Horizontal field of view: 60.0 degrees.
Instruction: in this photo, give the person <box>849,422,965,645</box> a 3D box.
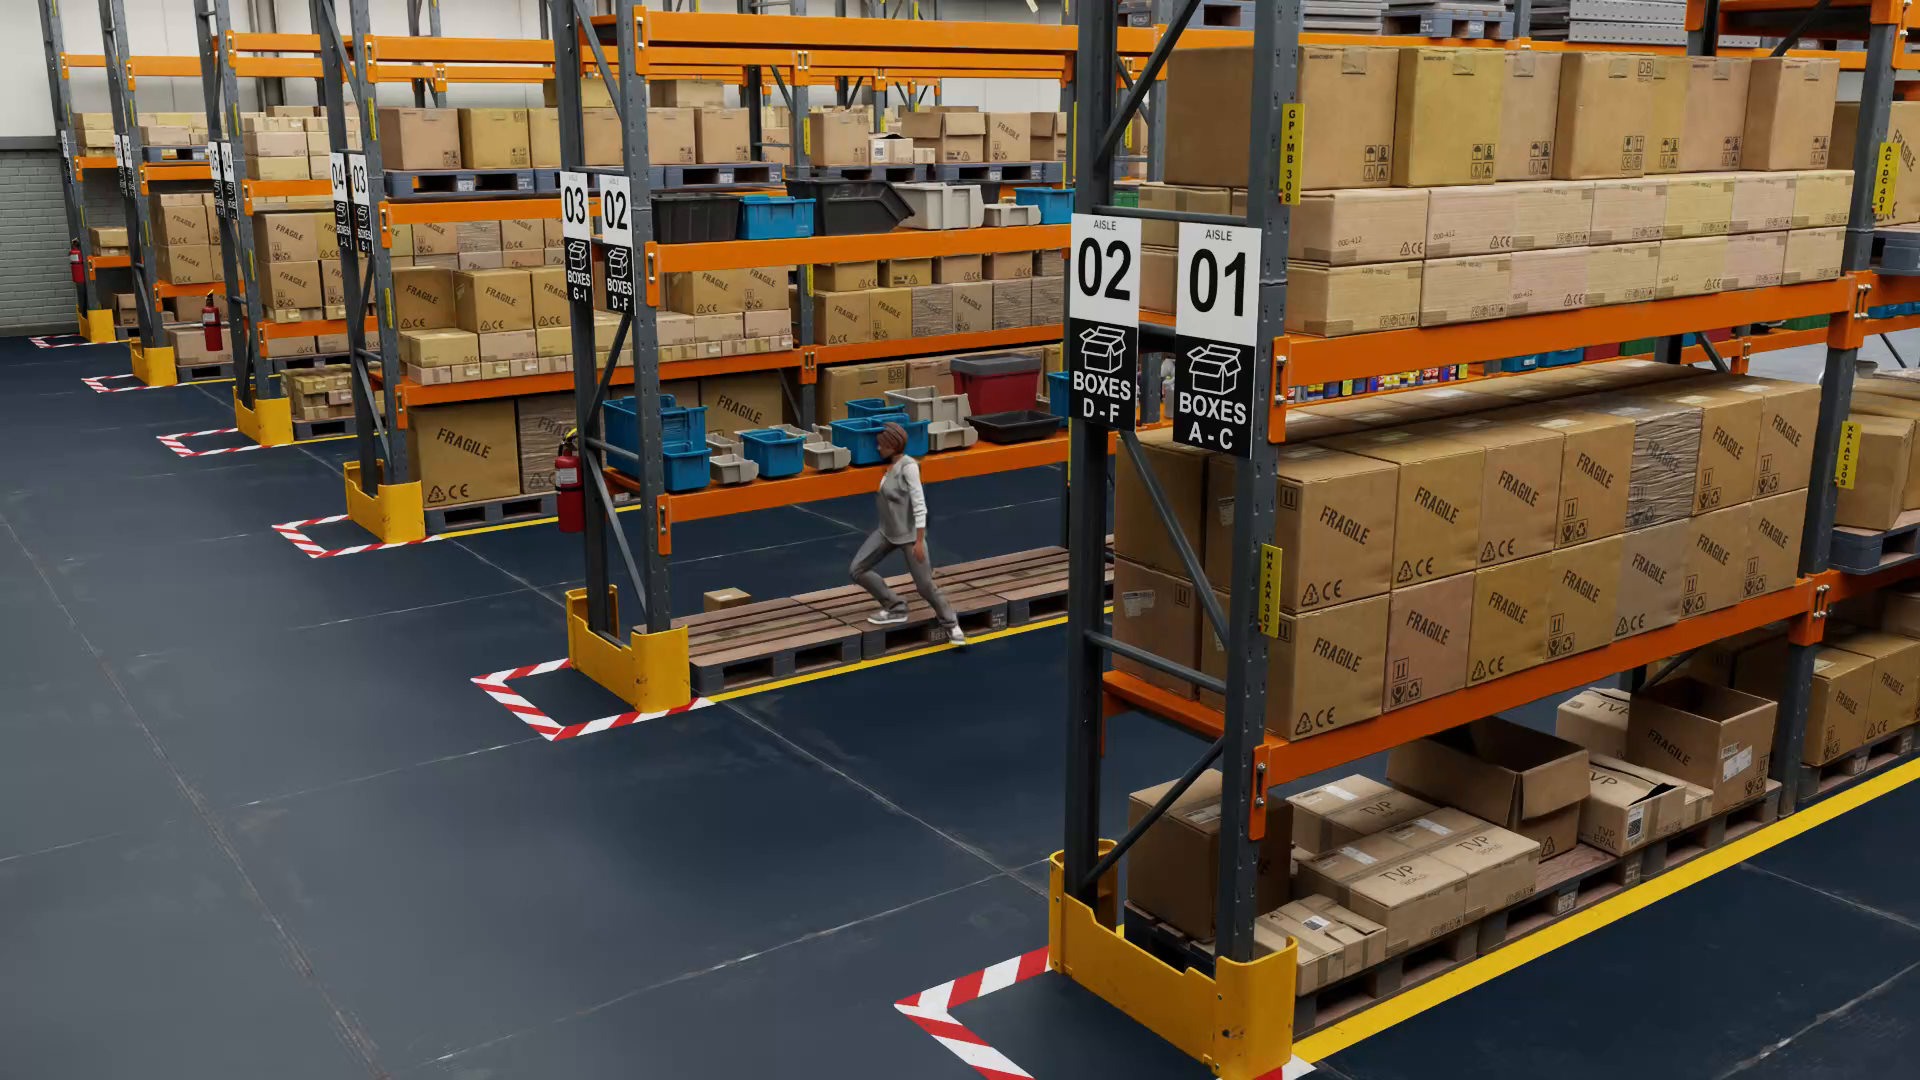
[{"bbox_3d":[-0.330,-0.032,11.050,0.704,1.529,0.540,-12,19,-37],"label":"person"}]
